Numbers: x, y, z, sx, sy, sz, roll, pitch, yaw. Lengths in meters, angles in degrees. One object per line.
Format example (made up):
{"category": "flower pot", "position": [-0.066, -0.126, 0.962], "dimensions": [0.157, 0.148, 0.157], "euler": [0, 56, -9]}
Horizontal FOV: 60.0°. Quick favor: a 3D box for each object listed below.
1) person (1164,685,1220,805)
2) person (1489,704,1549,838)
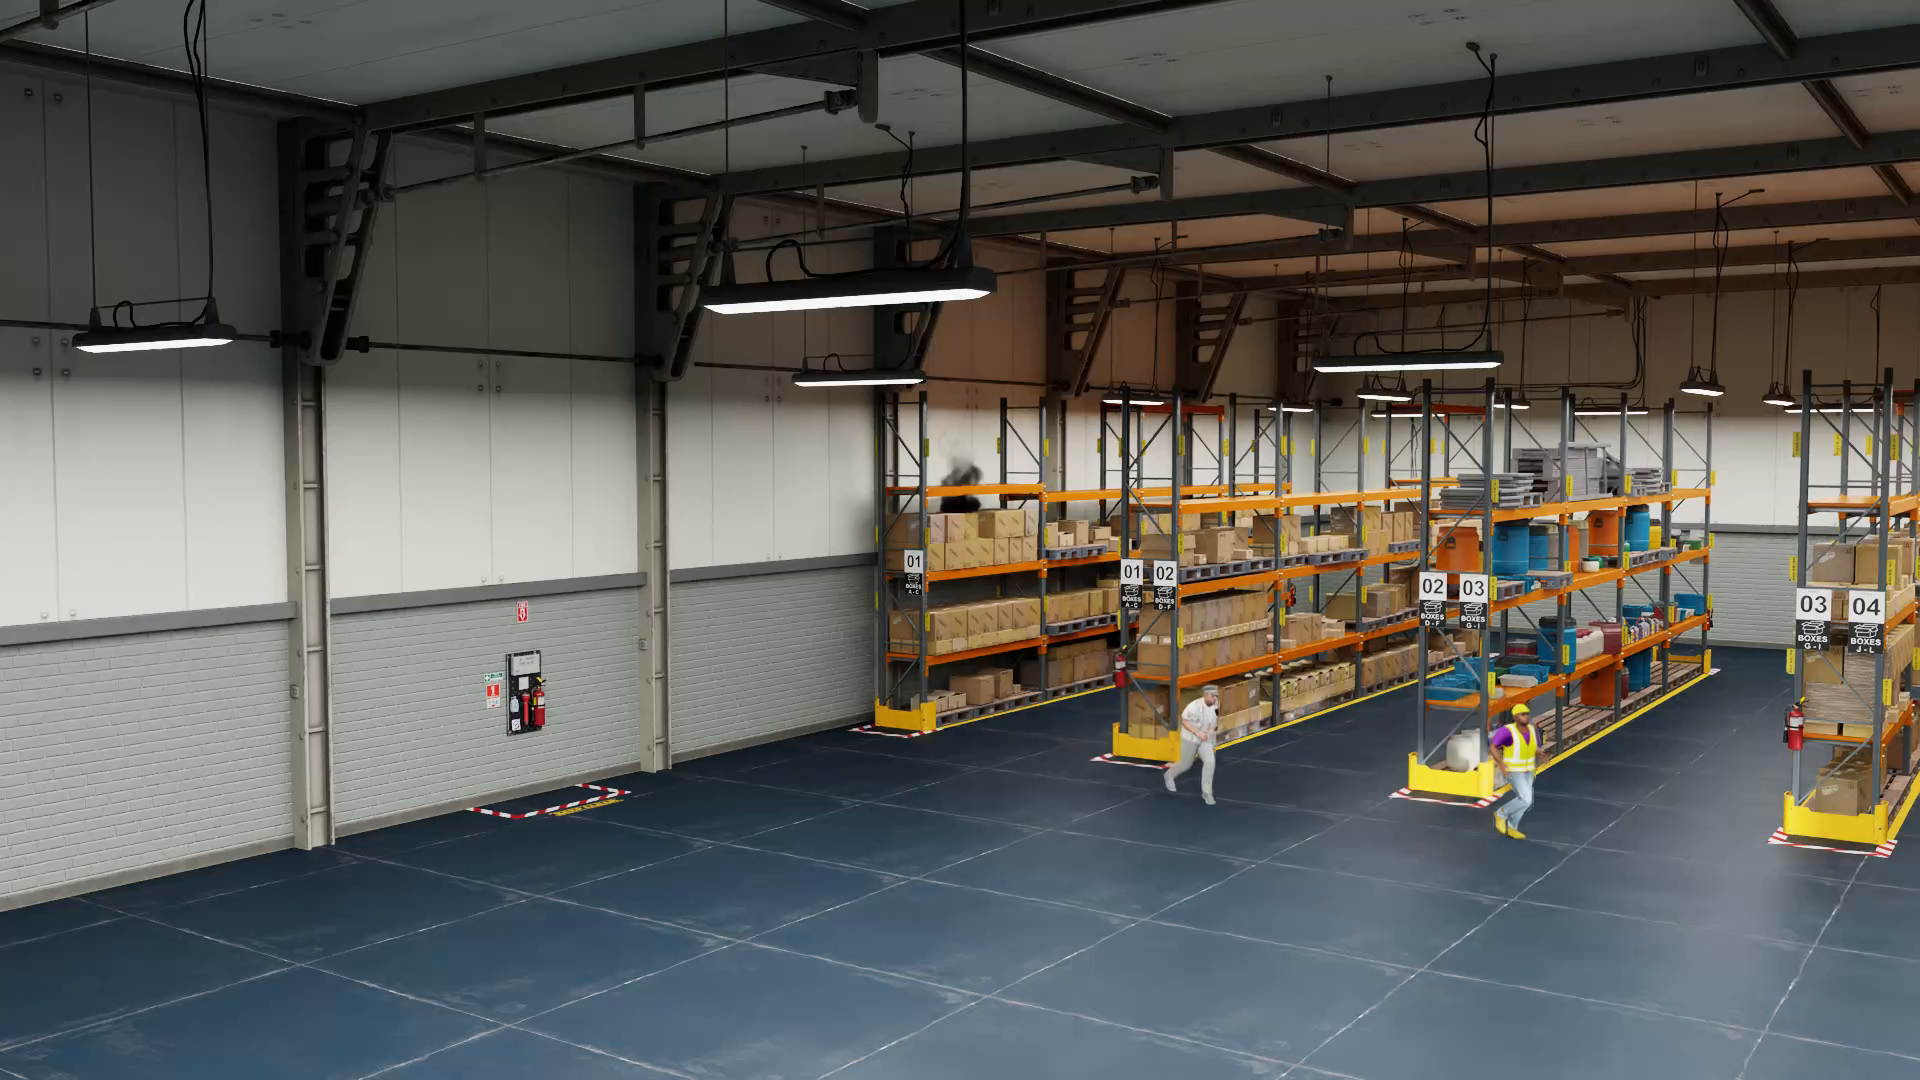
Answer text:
{"category": "person", "position": [3.305, 2.877, 23.684], "dimensions": [0.698, 1.733, 1.018], "euler": [-3, 4, -38]}
{"category": "person", "position": [7.190, 2.925, 21.261], "dimensions": [0.681, 1.668, 0.594], "euler": [-2, 4, -27]}
